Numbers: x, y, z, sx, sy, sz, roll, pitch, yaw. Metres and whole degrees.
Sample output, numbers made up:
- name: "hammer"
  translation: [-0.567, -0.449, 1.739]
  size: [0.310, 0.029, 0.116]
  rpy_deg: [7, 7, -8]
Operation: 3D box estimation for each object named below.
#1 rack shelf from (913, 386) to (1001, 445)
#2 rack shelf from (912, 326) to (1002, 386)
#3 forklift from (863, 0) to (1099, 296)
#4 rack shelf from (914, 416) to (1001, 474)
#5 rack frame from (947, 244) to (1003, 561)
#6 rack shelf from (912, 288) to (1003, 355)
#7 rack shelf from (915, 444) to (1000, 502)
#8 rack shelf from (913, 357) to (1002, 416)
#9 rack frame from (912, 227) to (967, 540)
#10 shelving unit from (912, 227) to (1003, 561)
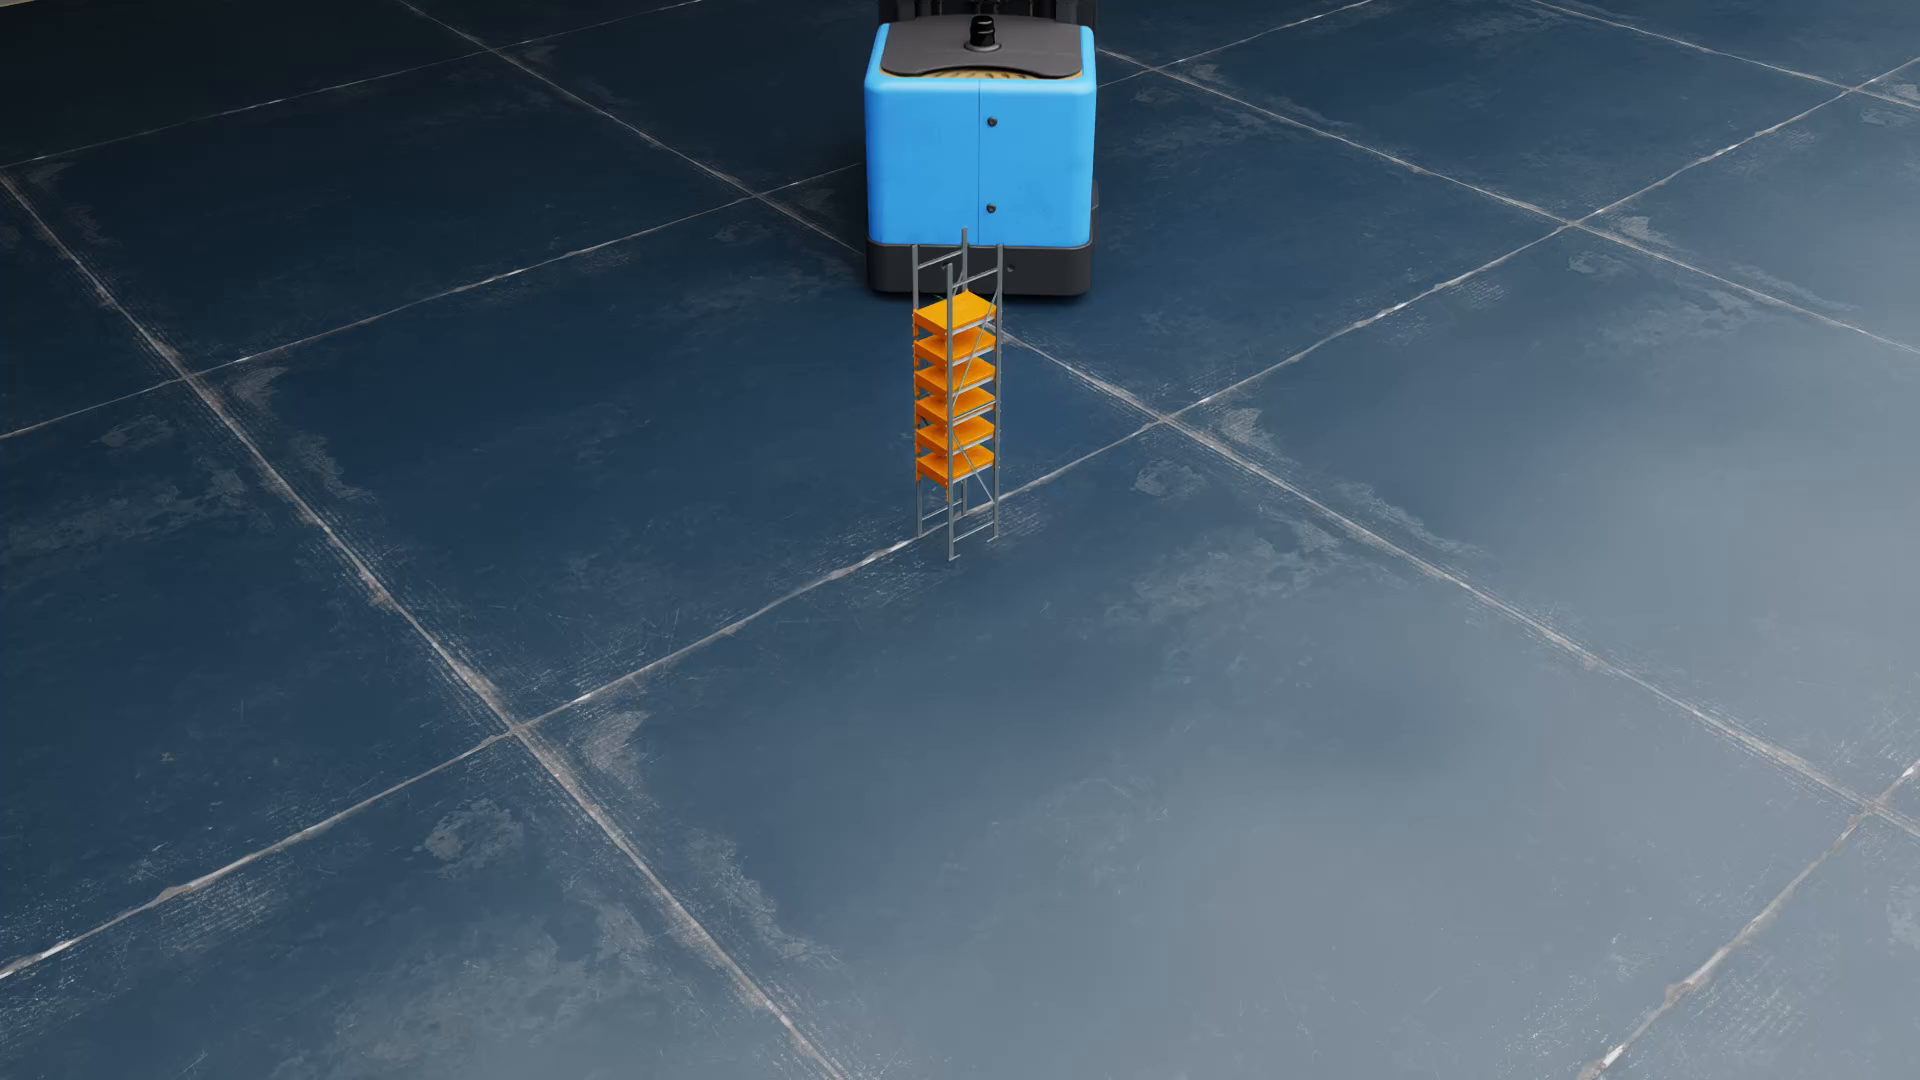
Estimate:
- name: "rack shelf"
  translation: [-0.009, -0.460, 5.938]
  size: [0.258, 0.103, 0.180]
  rpy_deg: [-26, 43, -32]
- name: "rack shelf"
  translation: [-0.009, -0.656, 5.799]
  size: [0.258, 0.103, 0.180]
  rpy_deg: [-26, 43, -32]
- name: "forklift"
  translation: [0.149, -3.158, 8.173]
  size: [1.130, 2.935, 3.031]
  rpy_deg: [1, 35, 2]
- name: "rack shelf"
  translation: [-0.009, -0.362, 6.007]
  size: [0.258, 0.103, 0.180]
  rpy_deg: [-26, 43, -32]
- name: "rack frame"
  translation: [0.050, -0.456, 5.855]
  size: [0.240, 1.200, 0.006]
  rpy_deg: [-26, 43, -32]
- name: "rack shelf"
  translation: [-0.009, -0.754, 5.730]
  size: [0.258, 0.103, 0.180]
  rpy_deg: [-26, 43, -32]
- name: "rack shelf"
  translation: [-0.009, -0.264, 6.077]
  size: [0.258, 0.103, 0.180]
  rpy_deg: [-26, 43, -32]
- name: "rack shelf"
  translation: [-0.009, -0.558, 5.869]
  size: [0.258, 0.103, 0.180]
  rpy_deg: [-26, 43, -32]
- name: "rack frame"
  translation: [-0.068, -0.536, 5.969]
  size: [0.240, 1.200, 0.006]
  rpy_deg: [-26, 43, -32]
- name: "shelving unit"
  translation: [-0.009, -0.496, 5.912]
  size: [0.258, 1.200, 0.189]
  rpy_deg: [-26, 43, -32]
